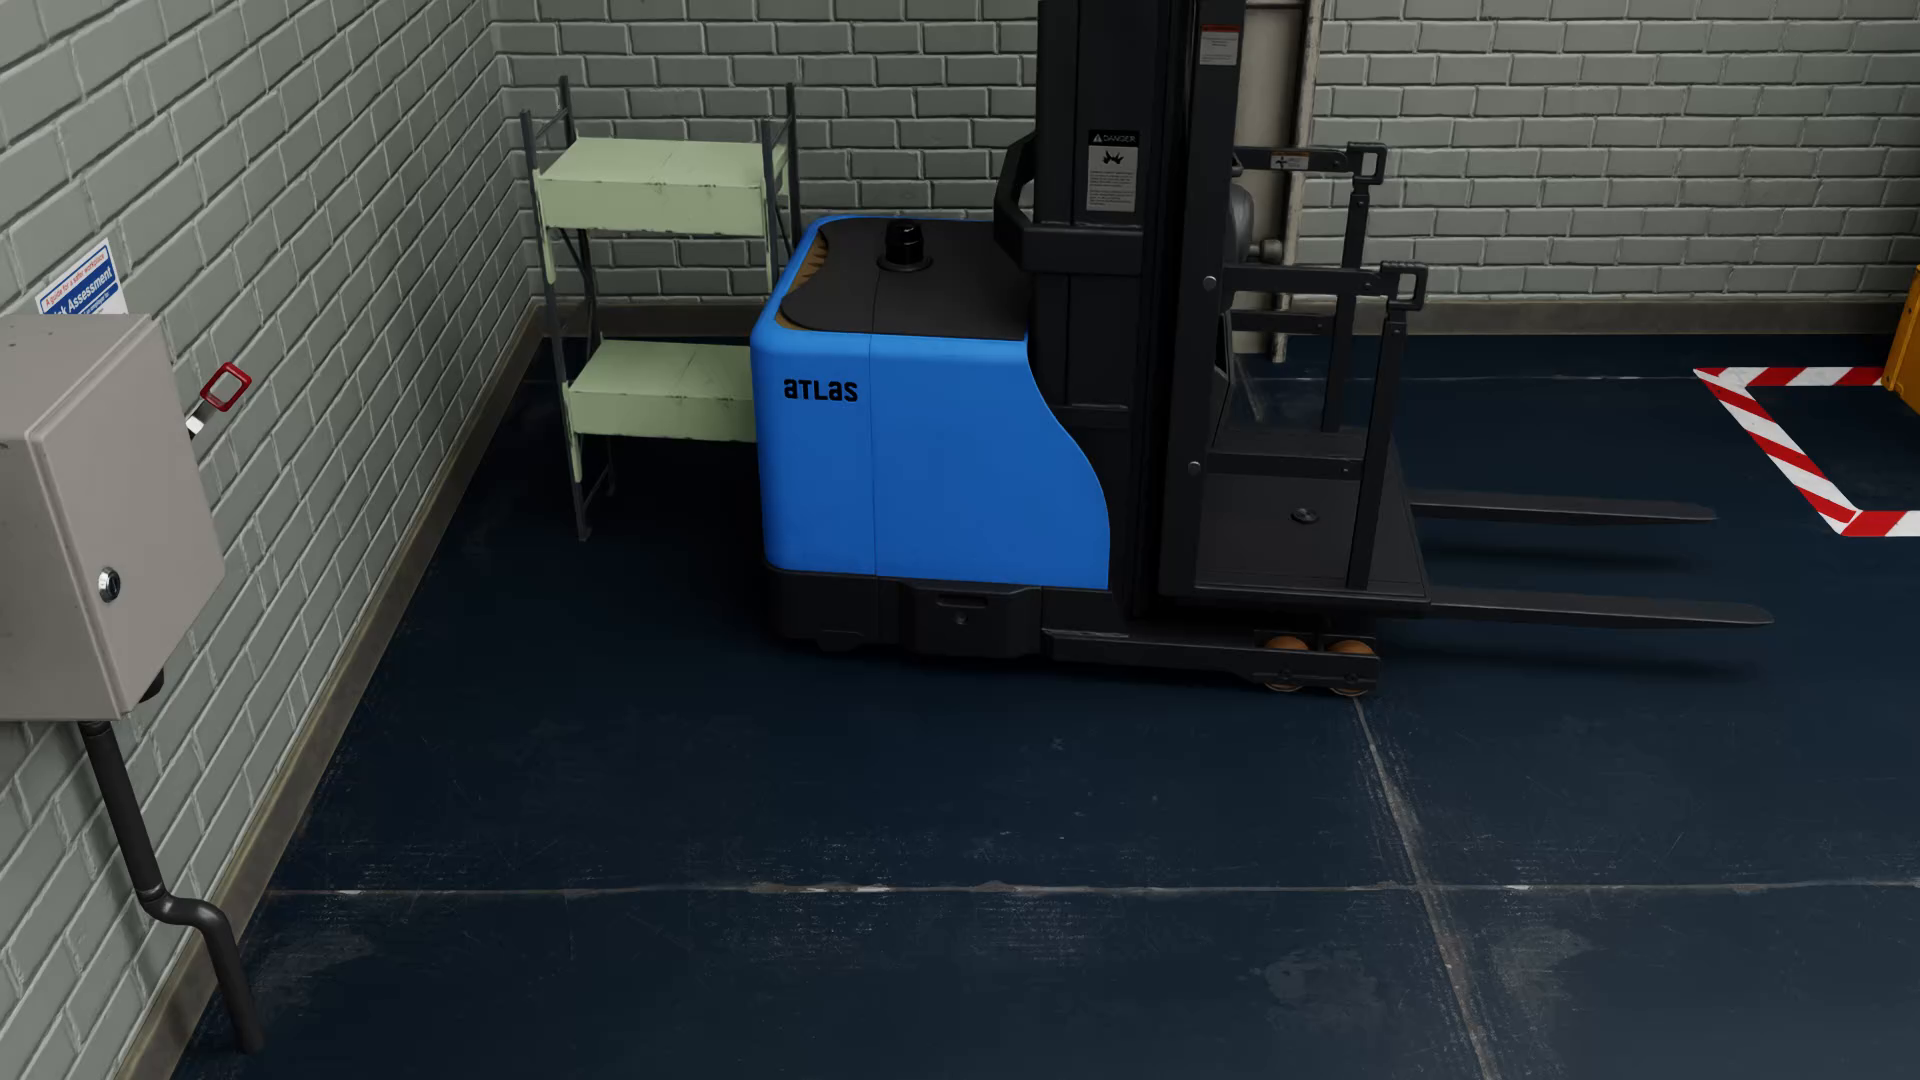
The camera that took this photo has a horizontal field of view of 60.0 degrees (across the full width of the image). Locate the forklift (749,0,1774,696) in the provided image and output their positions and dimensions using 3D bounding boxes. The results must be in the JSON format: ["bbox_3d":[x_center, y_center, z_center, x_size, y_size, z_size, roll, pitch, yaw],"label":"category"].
[{"bbox_3d":[0.943,-1.077,4.700,3.031,2.935,1.130,3,31,5],"label":"forklift"}]

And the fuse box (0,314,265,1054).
[{"bbox_3d":[-1.604,0.417,3.414,0.414,1.711,0.539,0,31,0],"label":"fuse box"}]

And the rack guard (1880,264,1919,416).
[{"bbox_3d":[3.944,-0.580,6.224,0.348,0.500,1.175,0,31,0],"label":"rack guard"}]

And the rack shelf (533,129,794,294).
[{"bbox_3d":[-0.918,-1.050,5.283,0.720,0.370,0.431,3,31,5],"label":"rack shelf"}]

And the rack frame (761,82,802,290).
[{"bbox_3d":[-0.554,-0.695,5.450,0.023,1.500,0.400,3,31,5],"label":"rack frame"}]

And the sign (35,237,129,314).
[{"bbox_3d":[-1.814,-0.349,3.525,0.001,0.494,0.329,0,31,0],"label":"sign"}]

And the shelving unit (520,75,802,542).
[{"bbox_3d":[-0.918,-0.716,5.485,0.755,1.500,0.431,3,31,5],"label":"shelving unit"}]

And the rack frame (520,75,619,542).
[{"bbox_3d":[-1.282,-0.737,5.520,0.023,1.500,0.400,3,31,5],"label":"rack frame"}]

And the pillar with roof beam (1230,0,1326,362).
[{"bbox_3d":[1.192,-2.439,1.095,0.400,9.000,9.100,0,31,0],"label":"pillar with roof beam"}]

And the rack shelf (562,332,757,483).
[{"bbox_3d":[-0.918,-0.438,5.654,0.720,0.370,0.431,3,31,5],"label":"rack shelf"}]
